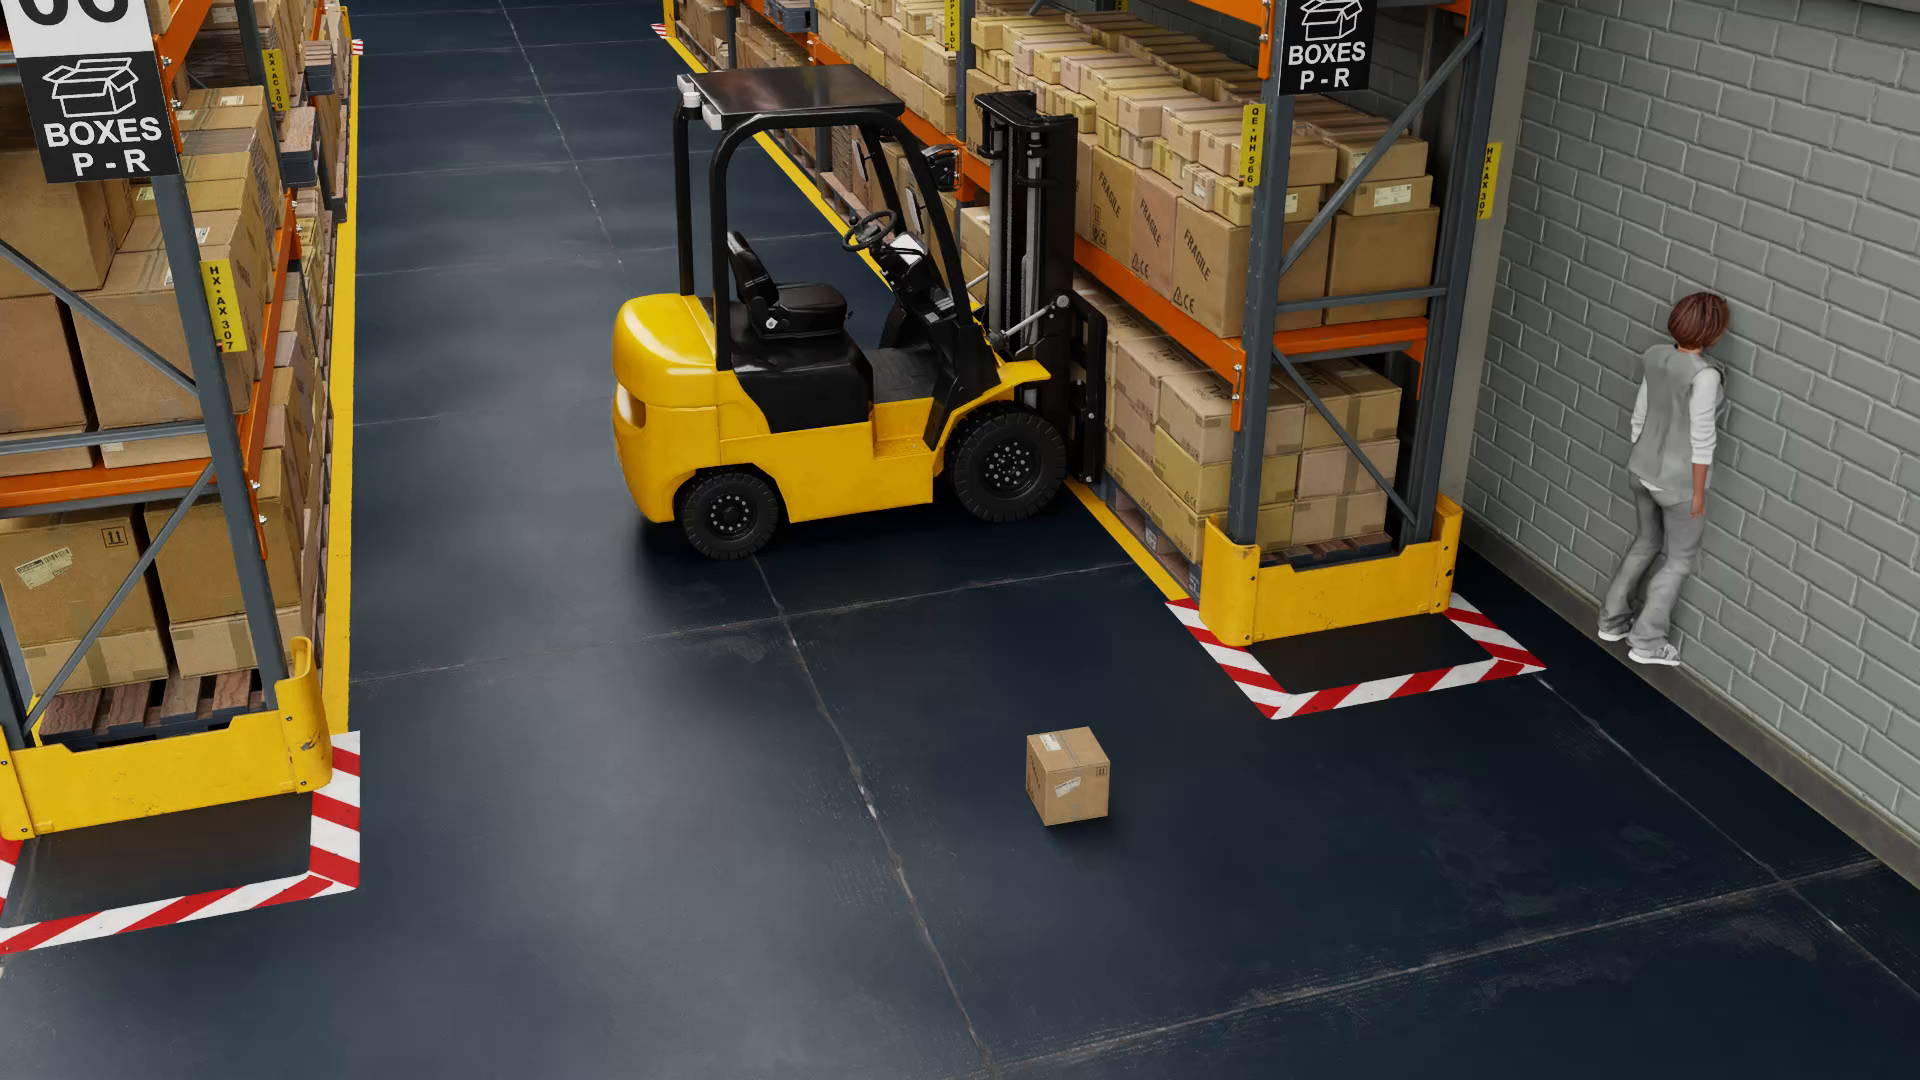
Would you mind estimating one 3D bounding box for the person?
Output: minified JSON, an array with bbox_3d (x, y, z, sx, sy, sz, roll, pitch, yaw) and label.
[{"bbox_3d":[2.901,-0.251,6.798,0.311,1.588,0.408,-9,28,-17],"label":"person"}]
